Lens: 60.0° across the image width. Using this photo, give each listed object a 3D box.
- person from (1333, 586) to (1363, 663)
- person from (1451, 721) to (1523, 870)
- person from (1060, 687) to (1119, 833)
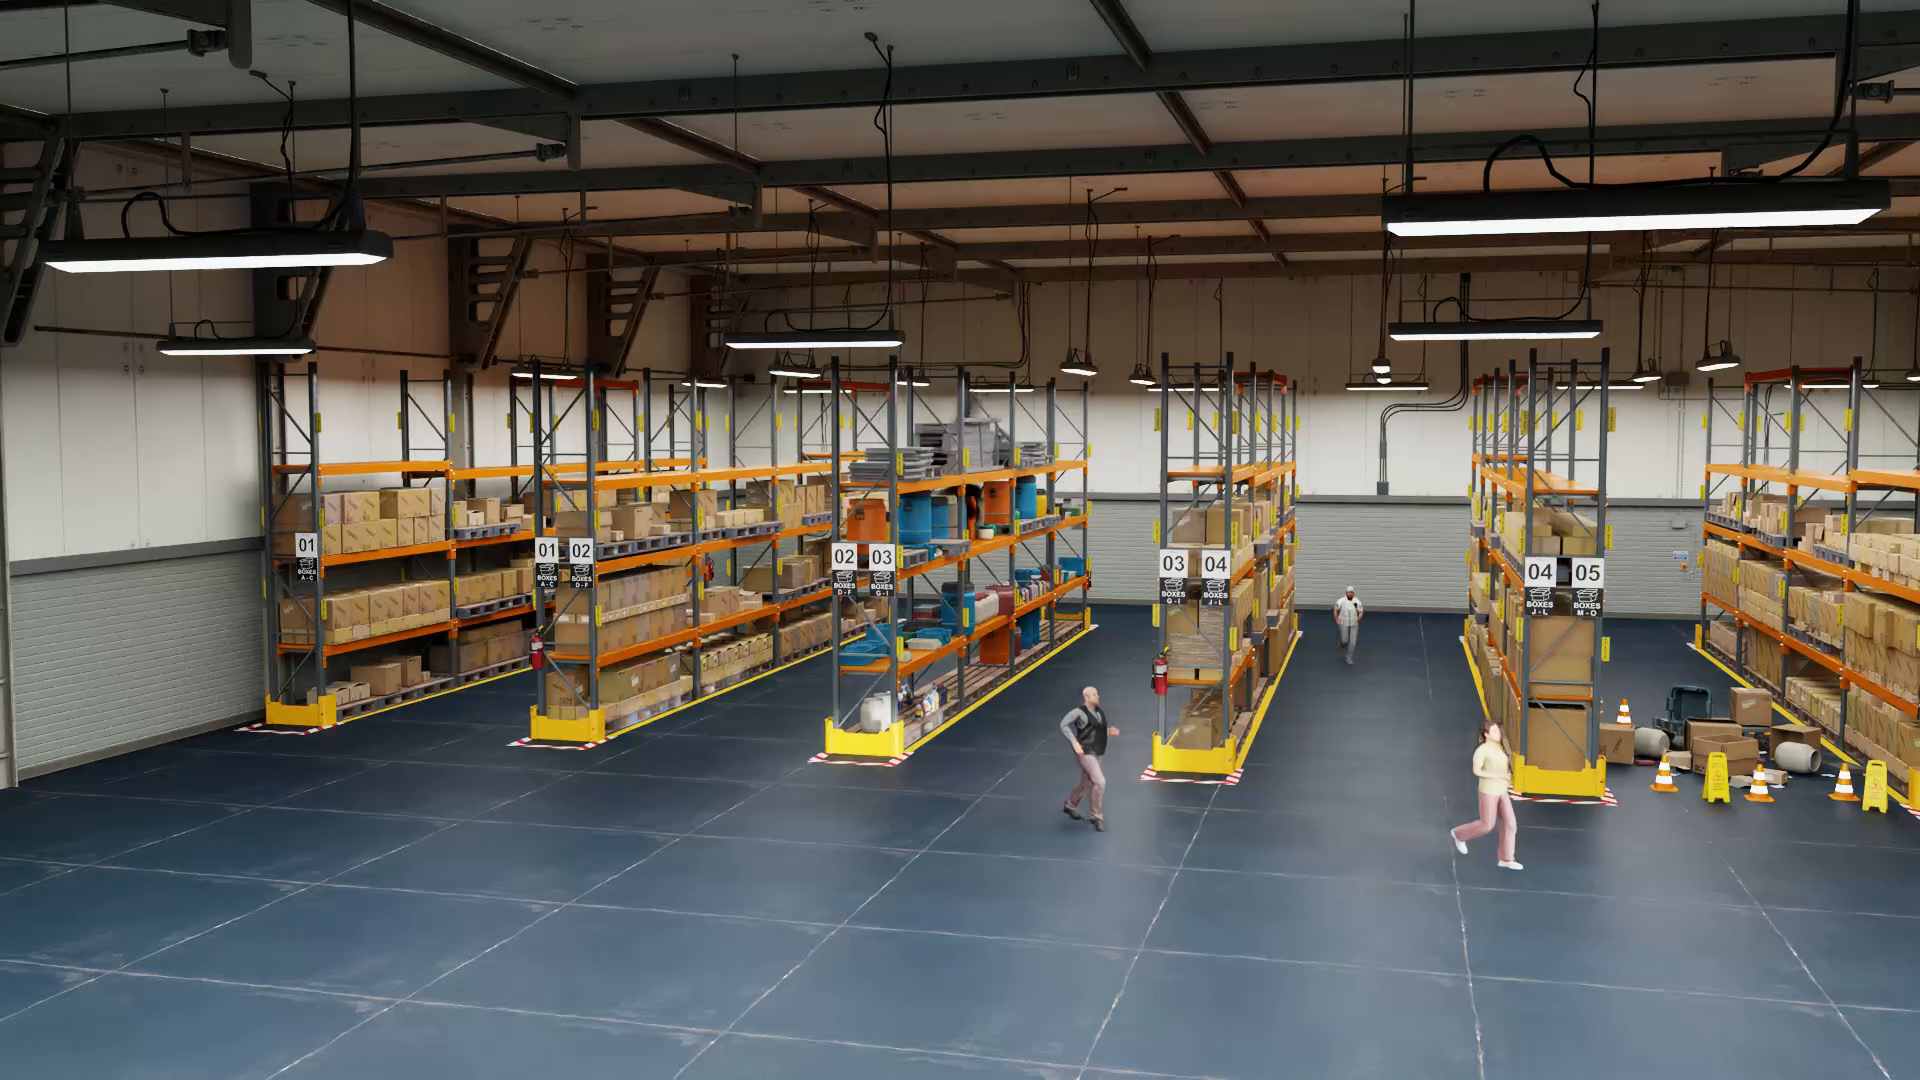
[{"bbox_3d":[8.073,1.767,34.526,0.592,1.616,0.580,0,4,6],"label":"person"},{"bbox_3d":[5.989,2.855,18.800,0.589,1.640,0.867,-3,5,-40],"label":"person"},{"bbox_3d":[1.596,2.700,20.591,0.794,1.785,0.641,3,5,35],"label":"person"}]
